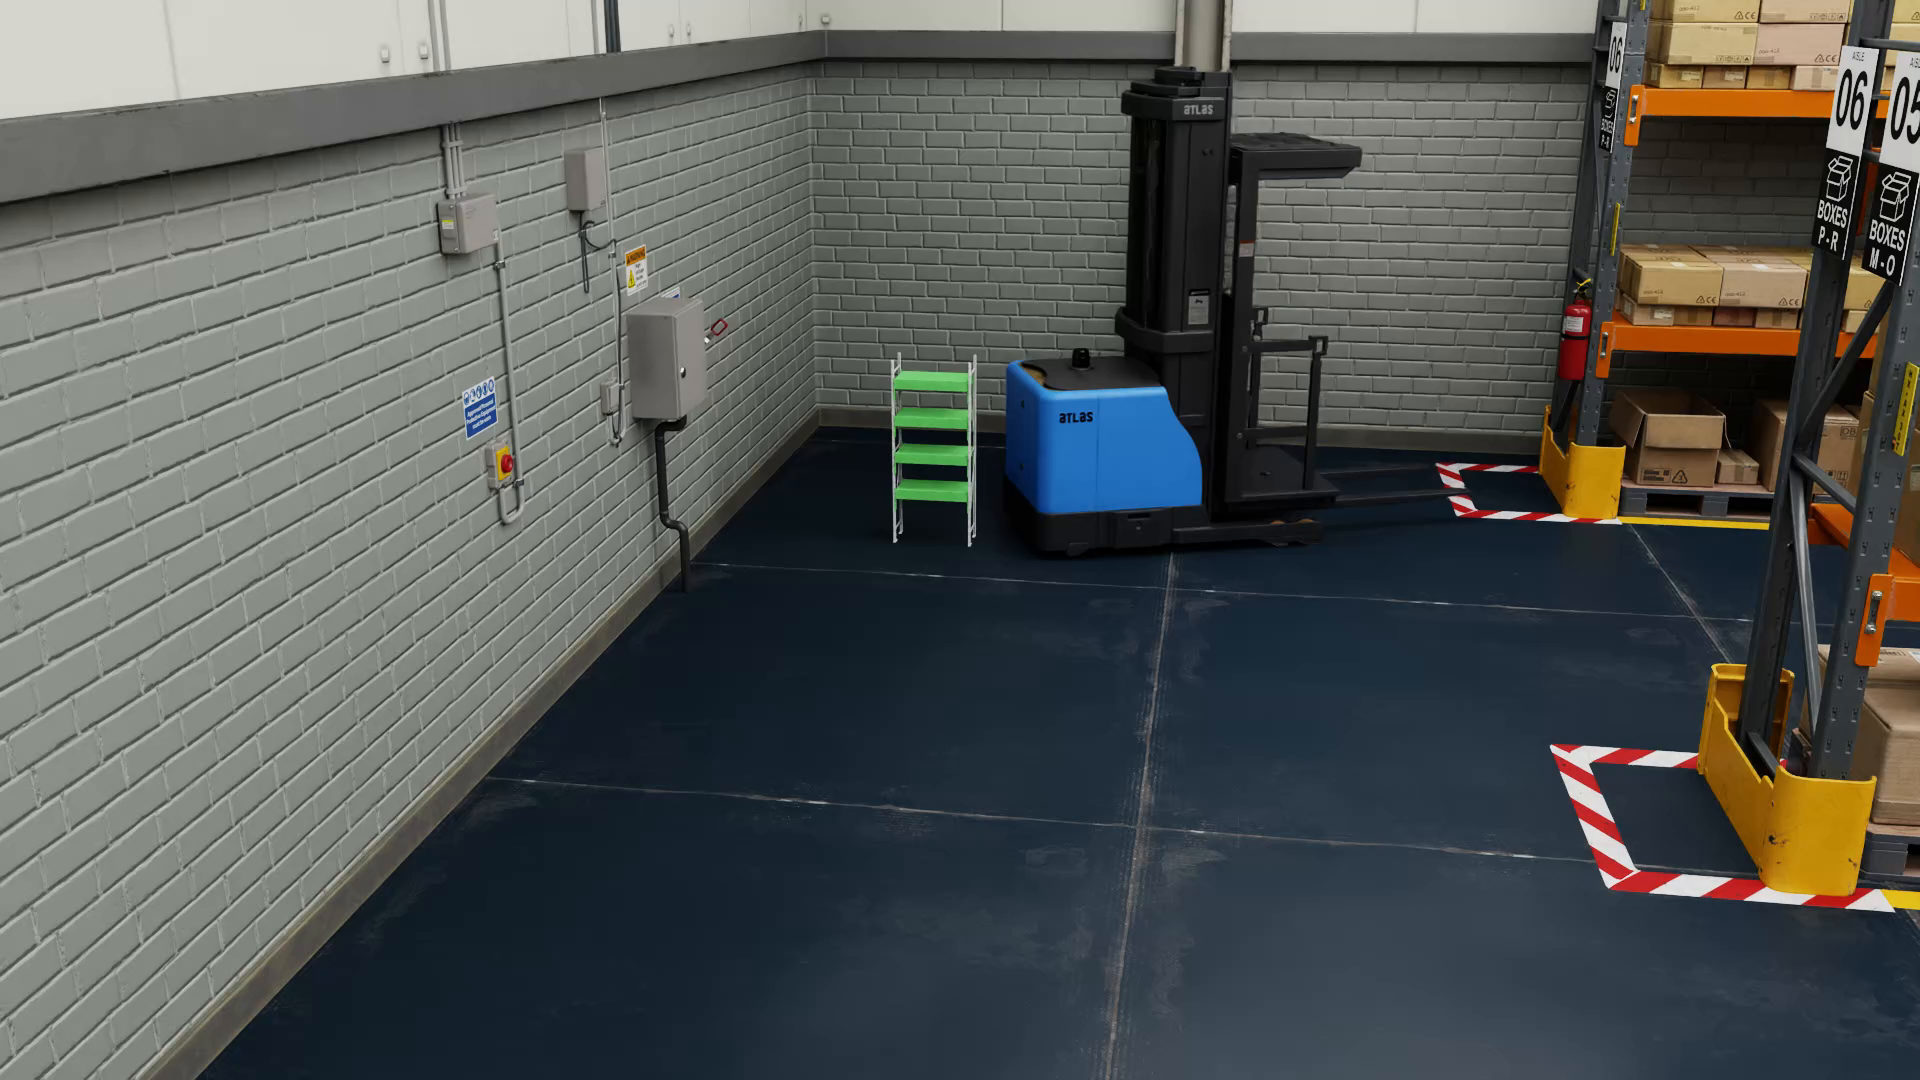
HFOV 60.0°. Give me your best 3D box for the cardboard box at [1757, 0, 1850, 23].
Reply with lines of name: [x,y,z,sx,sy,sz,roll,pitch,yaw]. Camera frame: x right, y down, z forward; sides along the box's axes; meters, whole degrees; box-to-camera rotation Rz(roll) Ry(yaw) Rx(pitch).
cardboard box: [5.183,-3.349,10.337,0.500,0.250,0.500,3,19,8]

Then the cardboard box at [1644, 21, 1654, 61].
cardboard box: [4.768,-3.307,11.001,0.500,0.250,0.500,3,19,8]

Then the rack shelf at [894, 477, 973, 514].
rack shelf: [-0.163,-0.289,10.734,0.480,0.148,0.258,3,19,9]

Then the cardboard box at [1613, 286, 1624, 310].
cardboard box: [4.655,-1.700,11.554,0.250,0.149,0.380,3,19,8]

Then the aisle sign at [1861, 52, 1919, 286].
aisle sign: [3.385,-1.342,5.991,0.004,0.787,0.394,3,19,9]

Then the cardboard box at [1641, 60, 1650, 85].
cardboard box: [4.638,-3.112,11.045,0.250,0.149,0.380,3,19,10]

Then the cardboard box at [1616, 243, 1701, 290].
cardboard box: [4.782,-1.882,11.468,0.500,0.250,0.500,3,19,10]

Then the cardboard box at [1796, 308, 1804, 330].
cardboard box: [5.593,-1.486,10.914,0.250,0.149,0.380,3,19,9]

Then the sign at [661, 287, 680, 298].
sign: [-1.718,-1.244,9.944,0.001,0.494,0.329,3,19,9]

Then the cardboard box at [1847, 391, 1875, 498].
cardboard box: [4.020,-0.303,6.823,0.500,0.500,0.500,3,19,9]

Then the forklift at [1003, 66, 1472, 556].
forklift: [1.862,-1.506,10.684,3.031,2.935,1.130,-4,19,-11]

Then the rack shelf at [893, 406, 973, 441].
rack shelf: [-0.163,-0.744,10.582,0.480,0.148,0.258,3,19,9]

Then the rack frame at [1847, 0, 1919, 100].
rack frame: [3.502,-3.042,5.712,0.127,3.000,1.000,3,19,9]

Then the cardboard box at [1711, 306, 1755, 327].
cardboard box: [5.090,-1.530,11.044,0.250,0.149,0.380,3,19,8]

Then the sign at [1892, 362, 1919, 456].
sign: [3.408,-0.471,5.995,0.005,0.325,0.100,3,19,9]

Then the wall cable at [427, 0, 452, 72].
wall cable: [-2.159,-3.240,6.304,0.029,3.000,0.463,3,19,9]

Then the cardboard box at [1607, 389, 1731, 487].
cardboard box: [4.874,-0.707,11.461,0.637,0.503,0.797,2,19,6]

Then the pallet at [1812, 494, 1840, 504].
pallet: [6.349,-0.324,11.439,1.213,0.211,1.003,3,19,9]

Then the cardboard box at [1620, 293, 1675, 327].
cardboard box: [4.566,-1.530,11.046,0.250,0.149,0.380,3,19,8]

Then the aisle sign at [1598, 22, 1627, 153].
aisle sign: [4.171,-2.896,10.635,0.004,0.787,0.394,3,19,9]

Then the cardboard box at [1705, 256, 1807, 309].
cardboard box: [5.188,-1.689,10.893,0.500,0.250,0.500,3,19,9]

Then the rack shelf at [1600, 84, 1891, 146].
rack shelf: [6.260,-2.733,10.650,4.000,0.370,1.077,3,19,9]

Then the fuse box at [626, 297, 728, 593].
fuse box: [-1.592,-0.513,9.640,0.414,1.711,0.539,3,19,9]

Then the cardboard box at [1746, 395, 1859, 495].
cardboard box: [5.712,-0.650,11.296,0.500,0.500,0.700,4,19,11]

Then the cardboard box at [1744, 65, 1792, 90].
cardboard box: [5.077,-2.943,10.541,0.250,0.149,0.380,3,19,9]

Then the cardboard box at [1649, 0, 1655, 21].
cardboard box: [4.768,-3.547,10.928,0.500,0.250,0.500,2,19,7]

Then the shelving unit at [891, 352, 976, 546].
shelving unit: [-0.163,-0.577,10.638,0.503,1.200,0.258,3,19,9]

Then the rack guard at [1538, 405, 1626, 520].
rack guard: [4.360,-0.563,11.697,0.348,0.500,1.175,3,19,9]

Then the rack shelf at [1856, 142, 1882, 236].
rack shelf: [5.476,-1.178,6.001,4.000,0.370,1.077,3,19,9]

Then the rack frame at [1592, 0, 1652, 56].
rack frame: [4.285,-4.597,10.360,0.127,3.000,1.000,3,19,9]

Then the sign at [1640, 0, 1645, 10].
sign: [4.199,-3.419,10.189,0.005,0.325,0.100,3,19,9]

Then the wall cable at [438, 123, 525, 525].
wall cable: [-2.069,-0.970,7.324,0.123,1.953,0.585,3,19,9]

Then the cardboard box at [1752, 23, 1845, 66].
cardboard box: [5.185,-3.117,10.433,0.500,0.250,0.500,3,19,10]

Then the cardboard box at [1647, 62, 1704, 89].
cardboard box: [4.563,-2.967,10.610,0.250,0.149,0.380,3,19,10]

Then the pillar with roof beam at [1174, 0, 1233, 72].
pillar with roof beam: [1.083,-3.666,7.579,0.400,9.000,9.100,3,19,9]

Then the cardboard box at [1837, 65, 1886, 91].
cardboard box: [5.566,-2.888,10.375,0.250,0.149,0.380,3,19,8]

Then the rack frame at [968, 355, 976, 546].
rack frame: [0.077,-0.565,10.601,0.015,1.200,0.240,3,19,9]

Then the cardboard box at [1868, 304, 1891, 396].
cardboard box: [4.016,-0.769,6.640,0.500,0.500,0.500,4,19,10]

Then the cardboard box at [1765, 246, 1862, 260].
cardboard box: [5.779,-1.829,11.311,0.500,0.250,0.500,4,19,10]
